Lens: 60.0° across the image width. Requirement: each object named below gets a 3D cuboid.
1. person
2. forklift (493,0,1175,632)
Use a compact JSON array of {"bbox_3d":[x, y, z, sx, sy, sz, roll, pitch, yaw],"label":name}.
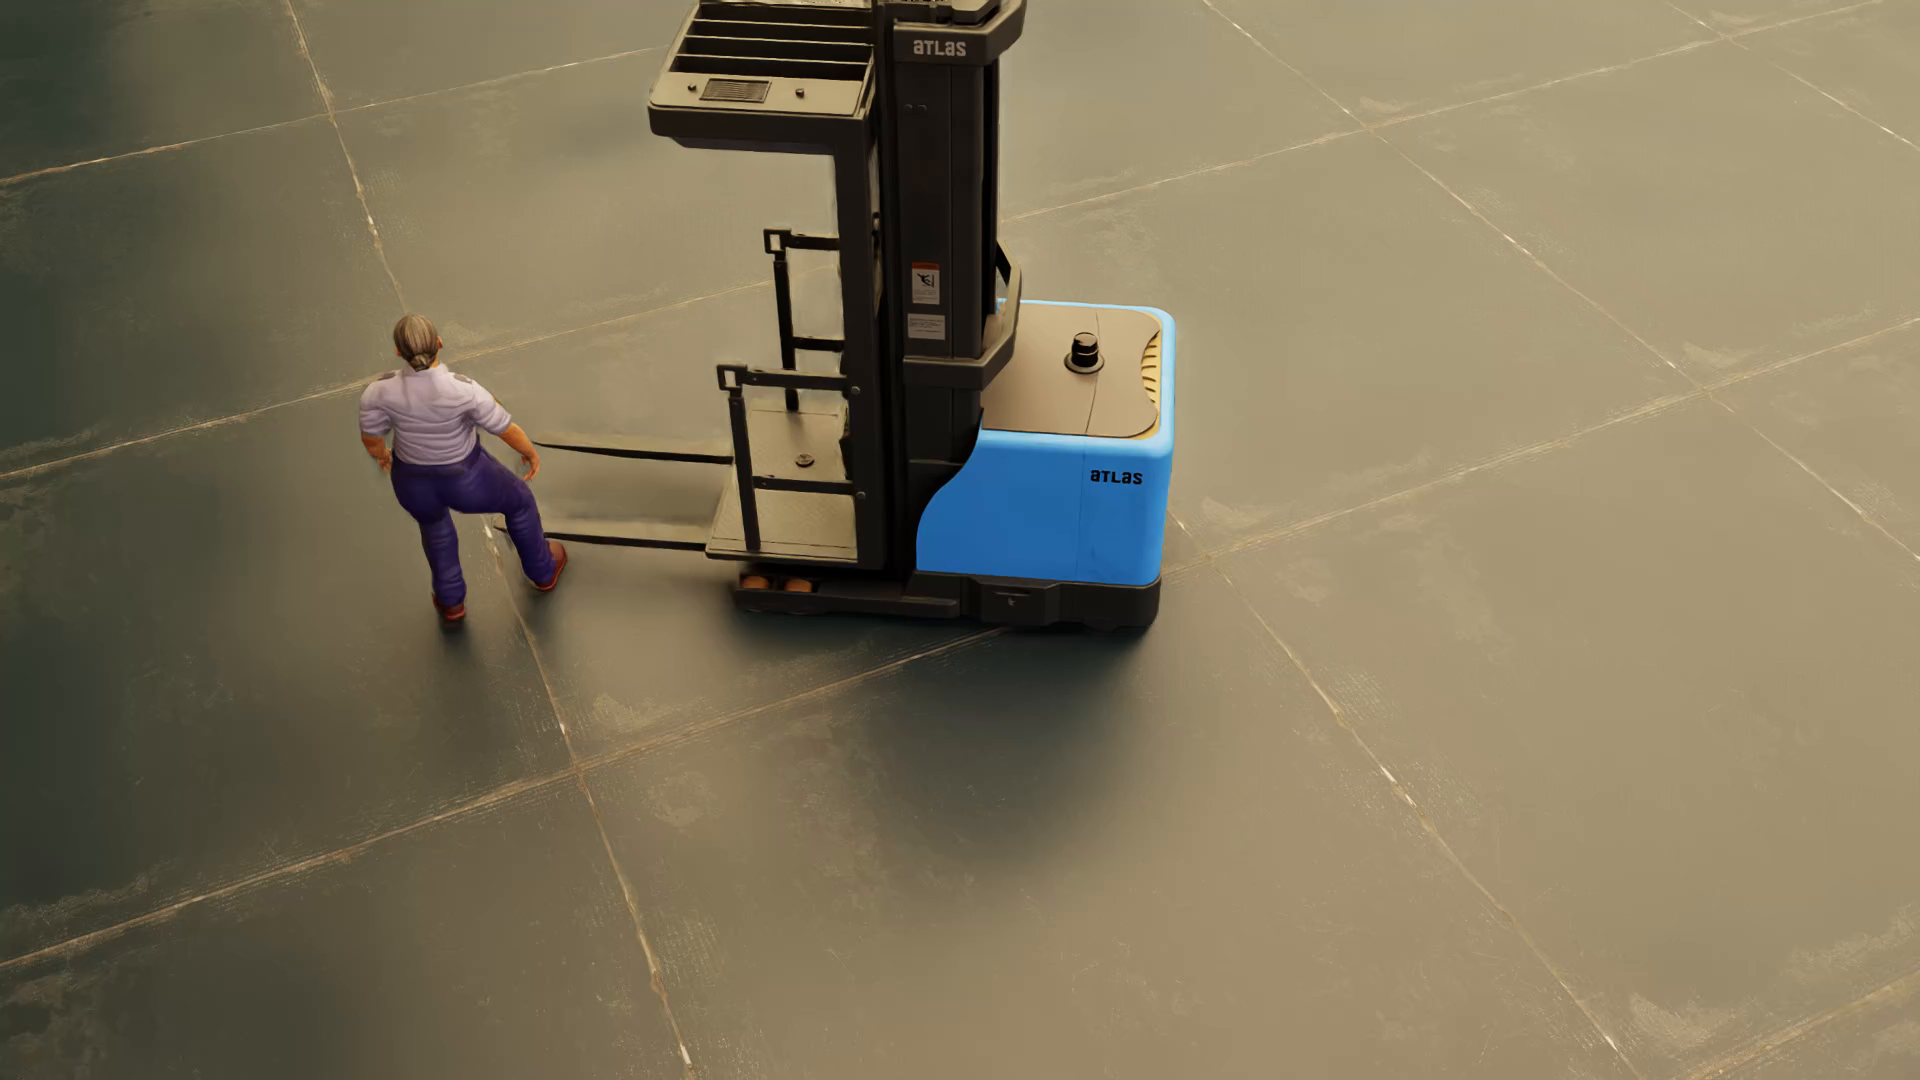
[{"bbox_3d":[-2.125,-0.354,7.035,0.663,1.599,0.529,-3,43,-3],"label":"person"},{"bbox_3d":[-0.588,-1.091,6.849,3.031,2.935,1.130,4,43,4],"label":"forklift"}]
